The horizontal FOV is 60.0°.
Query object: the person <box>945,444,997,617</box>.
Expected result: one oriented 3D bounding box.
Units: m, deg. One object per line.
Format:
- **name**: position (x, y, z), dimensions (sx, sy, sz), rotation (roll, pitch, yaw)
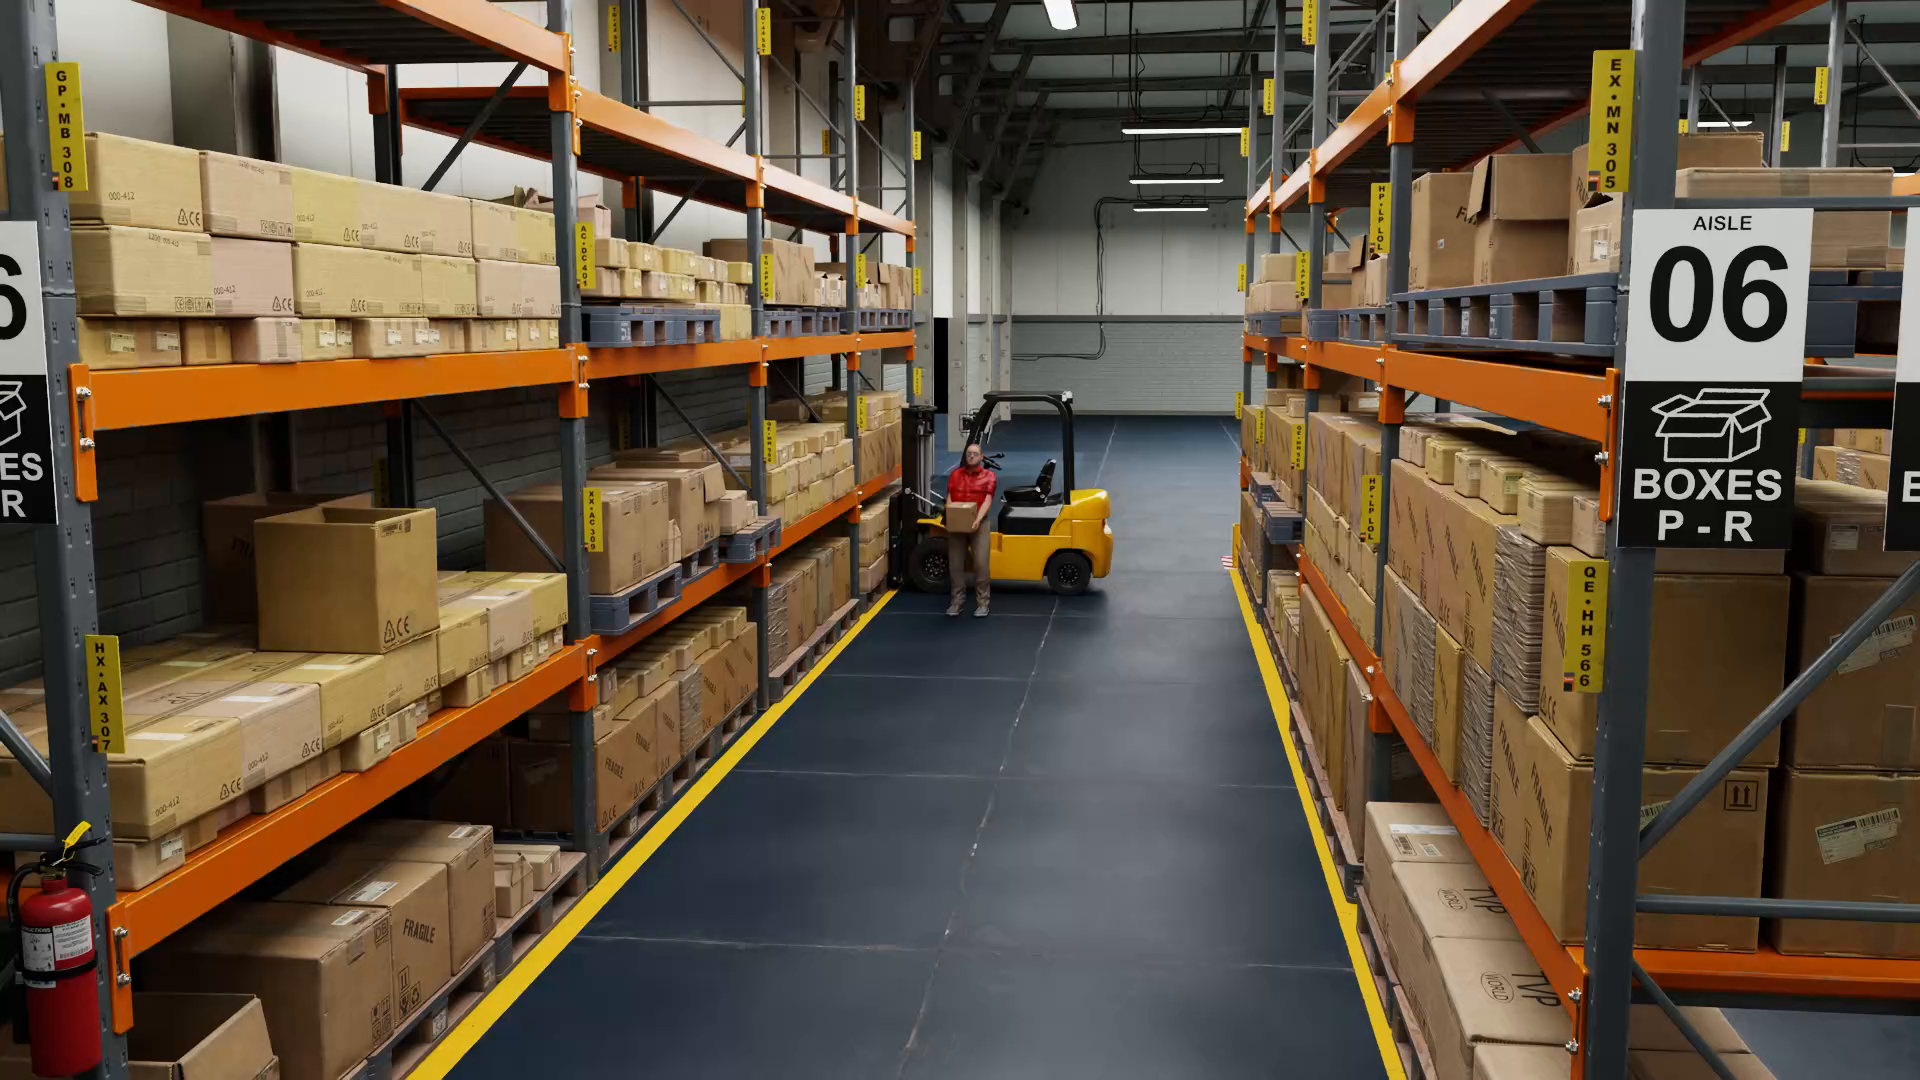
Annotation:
- **person**: position (0.088, -0.093, 16.587), dimensions (0.496, 1.715, 0.530), rotation (2, 8, 16)
